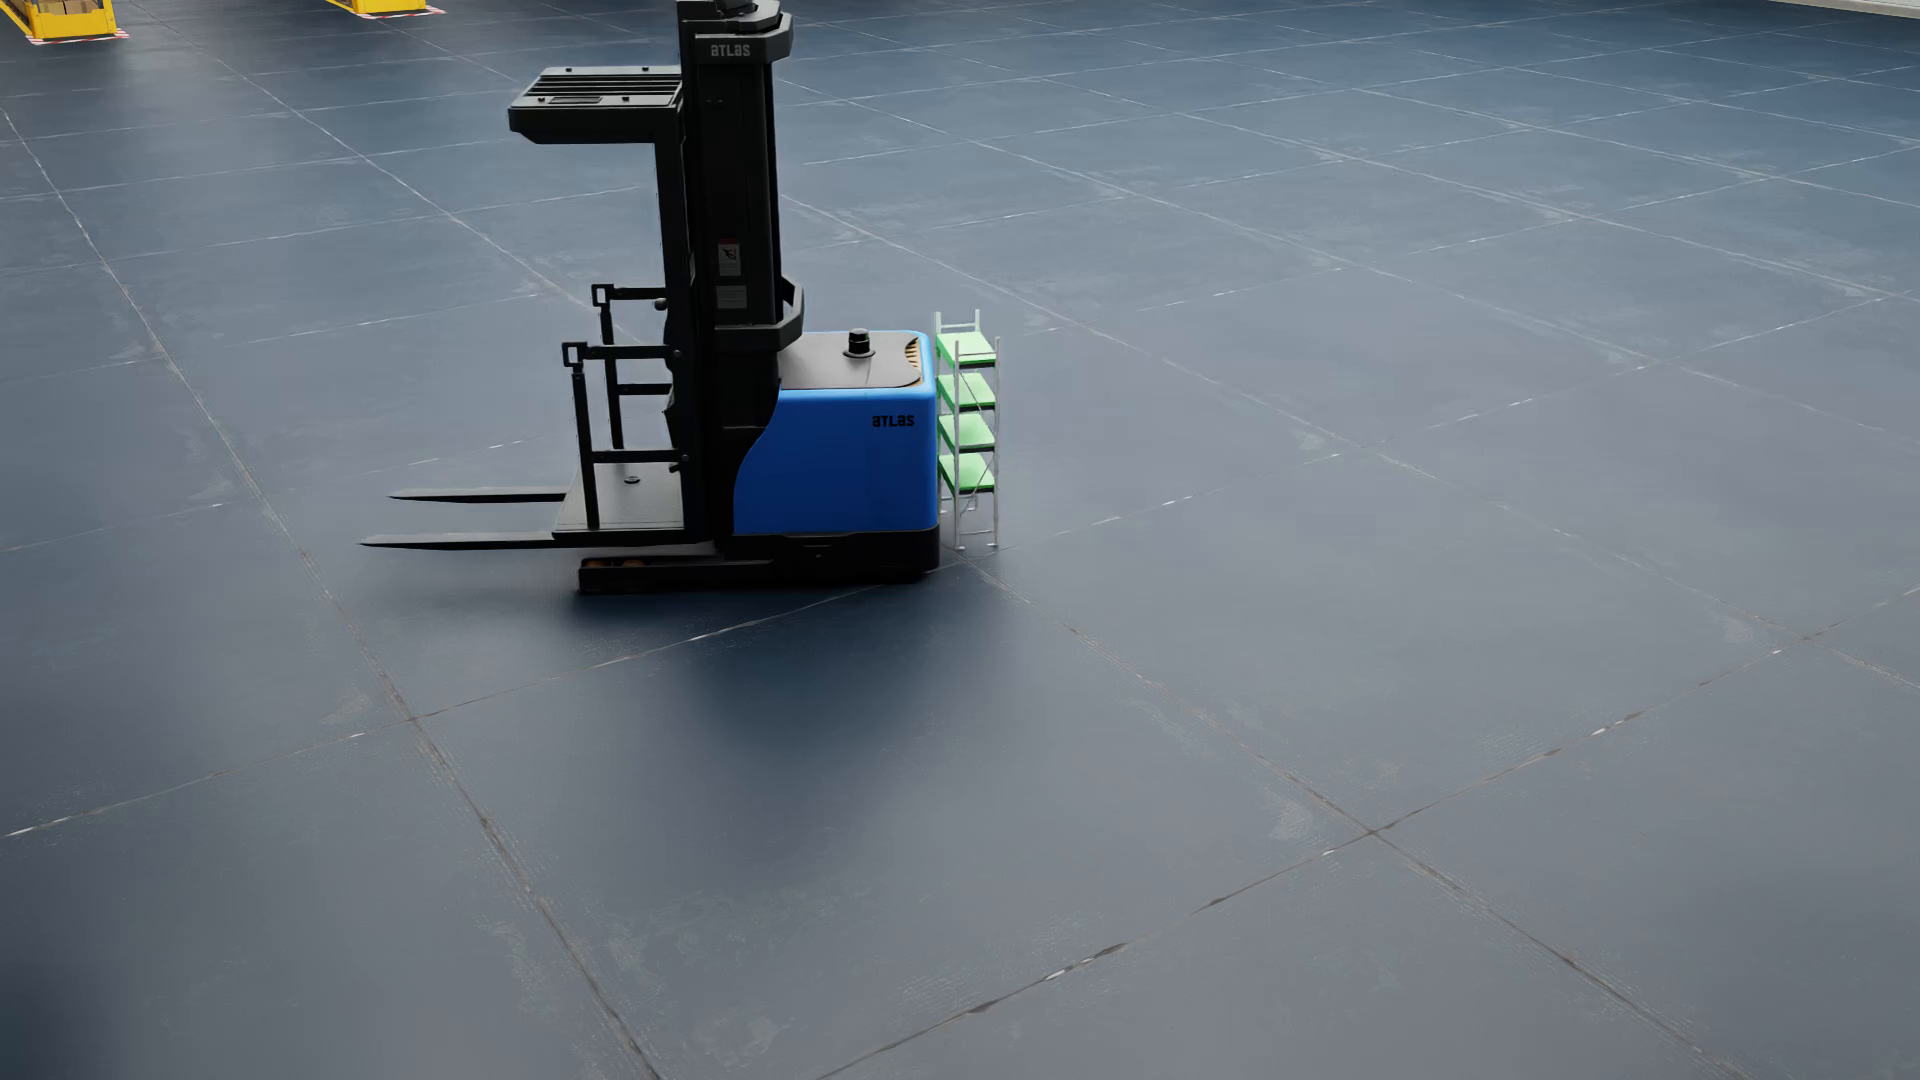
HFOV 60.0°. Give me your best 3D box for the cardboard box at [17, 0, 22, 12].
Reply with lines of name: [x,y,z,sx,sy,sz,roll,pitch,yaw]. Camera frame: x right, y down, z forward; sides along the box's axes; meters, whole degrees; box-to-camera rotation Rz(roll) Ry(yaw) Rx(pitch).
cardboard box: [-14.928,-8.685,26.864,0.500,0.250,0.500,-16,29,-30]

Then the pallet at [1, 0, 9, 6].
pallet: [-16.449,-9.686,29.520,1.003,0.211,1.213,-16,29,-30]

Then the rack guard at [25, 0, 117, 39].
rack guard: [-13.817,-8.123,25.870,1.175,0.500,0.348,-16,29,-30]

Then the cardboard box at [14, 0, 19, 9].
cardboard box: [-15.199,-8.865,27.243,0.500,0.250,0.500,-16,29,-30]

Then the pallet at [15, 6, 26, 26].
pallet: [-14.945,-8.700,27.432,1.003,0.211,1.213,-16,29,-30]

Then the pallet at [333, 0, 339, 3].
pallet: [-10.860,-9.898,29.969,1.003,0.211,1.213,-16,29,-30]

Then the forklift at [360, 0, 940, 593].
forklift: [-1.644,-1.282,8.532,3.031,2.935,1.130,-1,25,-3]

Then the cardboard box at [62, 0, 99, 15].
cardboard box: [-13.936,-8.452,26.368,0.500,0.250,0.500,-16,29,-30]

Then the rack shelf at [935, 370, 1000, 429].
rack shelf: [0.040,-0.767,9.057,0.258,0.148,0.480,-5,26,-11]

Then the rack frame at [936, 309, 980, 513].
rack frame: [-0.011,-0.710,9.348,0.240,1.200,0.015,-5,26,-11]

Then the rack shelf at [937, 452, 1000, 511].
rack shelf: [0.040,-0.333,9.262,0.258,0.148,0.480,-5,26,-11]

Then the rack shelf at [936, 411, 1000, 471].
rack shelf: [0.040,-0.550,9.159,0.258,0.148,0.480,-5,26,-11]

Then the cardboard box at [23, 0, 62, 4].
cardboard box: [-14.372,-8.670,25.952,0.500,0.500,0.500,-16,29,-30]

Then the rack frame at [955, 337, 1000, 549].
rack frame: [0.091,-0.506,8.916,0.240,1.200,0.015,-5,26,-11]

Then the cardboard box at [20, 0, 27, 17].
cardboard box: [-14.653,-8.507,26.486,0.500,0.250,0.500,-16,29,-30]

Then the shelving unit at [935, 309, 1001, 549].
shelving unit: [0.040,-0.608,9.132,0.258,1.200,0.503,-5,26,-11]

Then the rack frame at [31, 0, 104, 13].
rack frame: [-13.830,-9.262,25.355,1.000,3.000,0.127,-16,29,-30]

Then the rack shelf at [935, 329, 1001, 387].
rack shelf: [0.040,-0.984,8.954,0.258,0.148,0.480,-5,26,-11]

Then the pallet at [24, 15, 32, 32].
pallet: [-14.283,-8.264,26.509,1.003,0.211,1.213,-16,29,-30]

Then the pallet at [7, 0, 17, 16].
pallet: [-15.615,-9.137,28.358,1.003,0.211,1.213,-16,29,-30]

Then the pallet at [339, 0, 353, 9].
pallet: [-10.198,-9.462,29.045,1.003,0.211,1.213,-16,29,-30]

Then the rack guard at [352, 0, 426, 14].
rack guard: [-9.759,-9.300,28.365,1.175,0.500,0.348,-16,29,-30]

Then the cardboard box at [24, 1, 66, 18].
cardboard box: [-14.370,-8.331,26.113,0.500,0.250,0.500,-16,29,-30]

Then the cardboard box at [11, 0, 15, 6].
cardboard box: [-15.477,-9.042,27.619,0.500,0.250,0.500,-16,29,-30]
